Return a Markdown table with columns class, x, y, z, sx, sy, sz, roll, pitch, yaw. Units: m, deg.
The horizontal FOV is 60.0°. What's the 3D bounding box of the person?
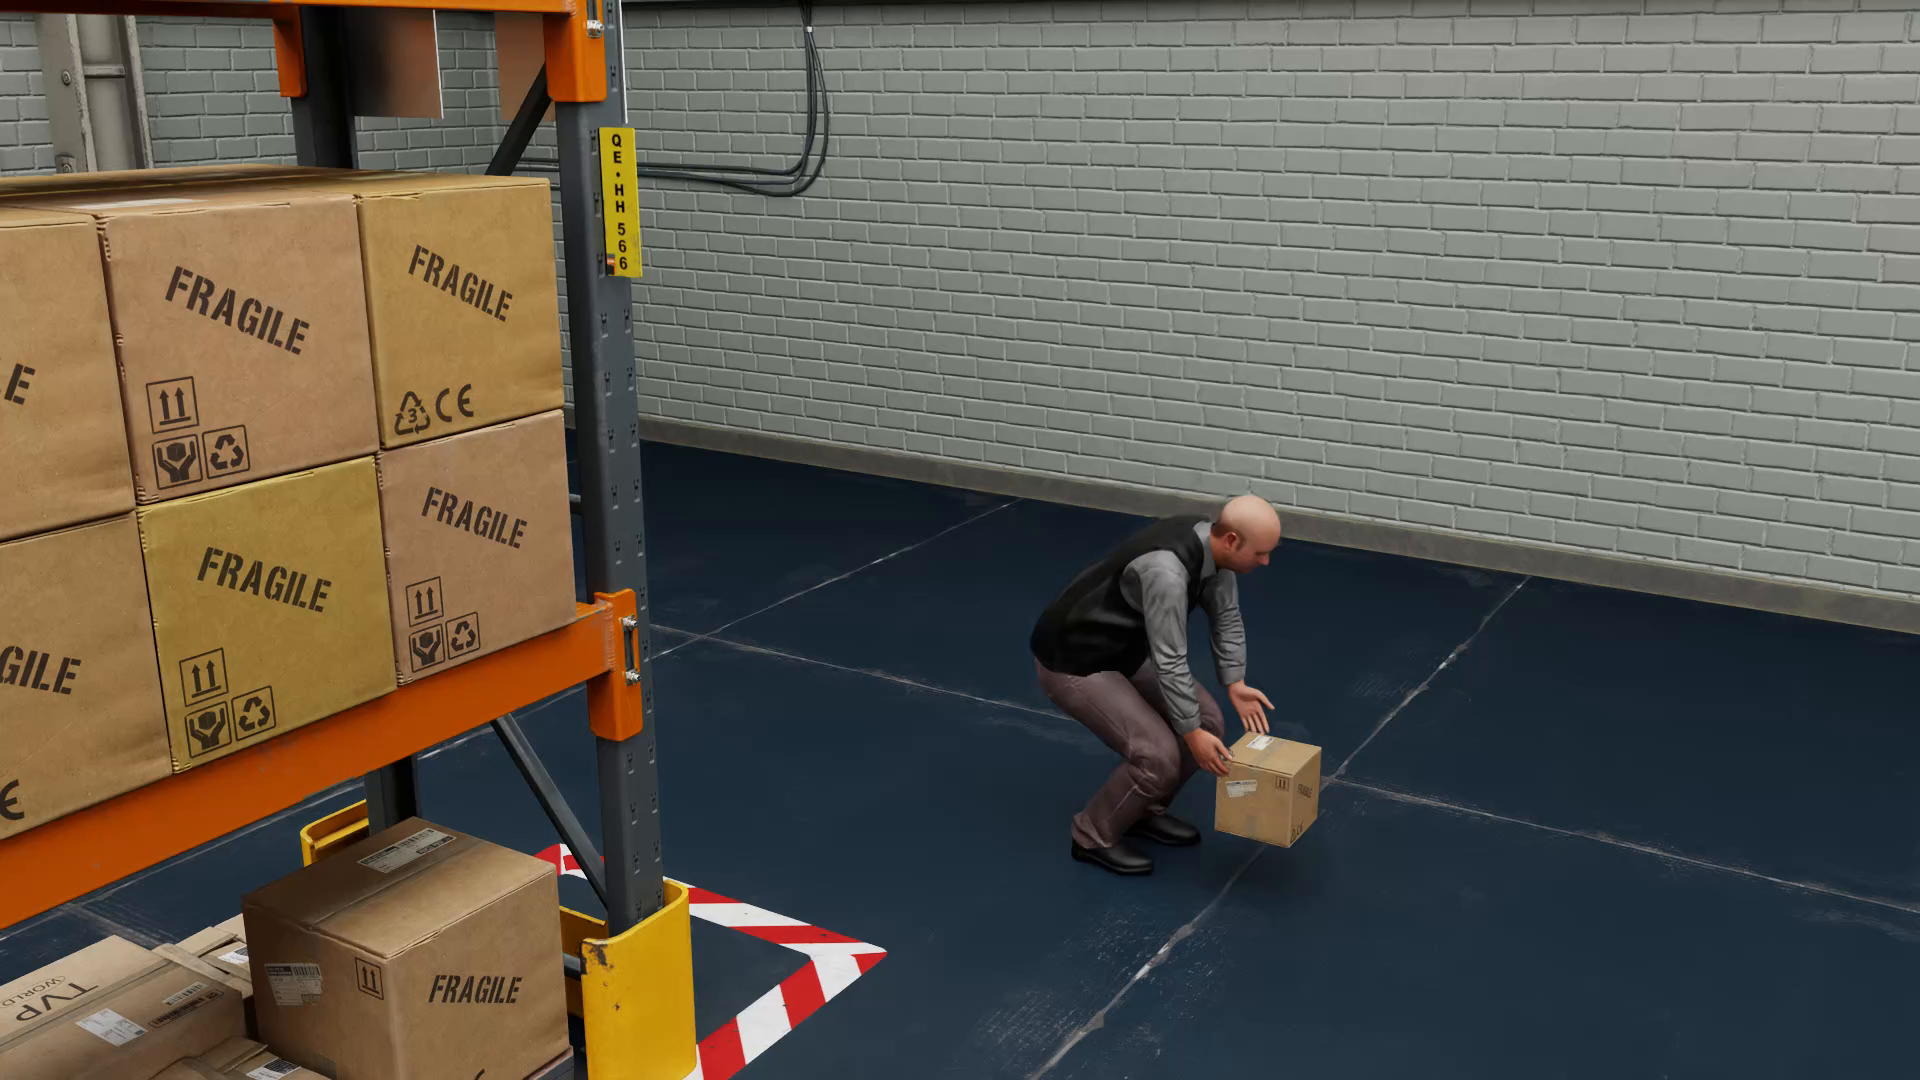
| class | x | y | z | sx | sy | sz | roll | pitch | yaw |
| --- | --- | --- | --- | --- | --- | --- | --- | --- | --- |
| person | 0.640 | 0.433 | 5.425 | 0.778 | 1.254 | 0.586 | 10 | 19 | 30 |
